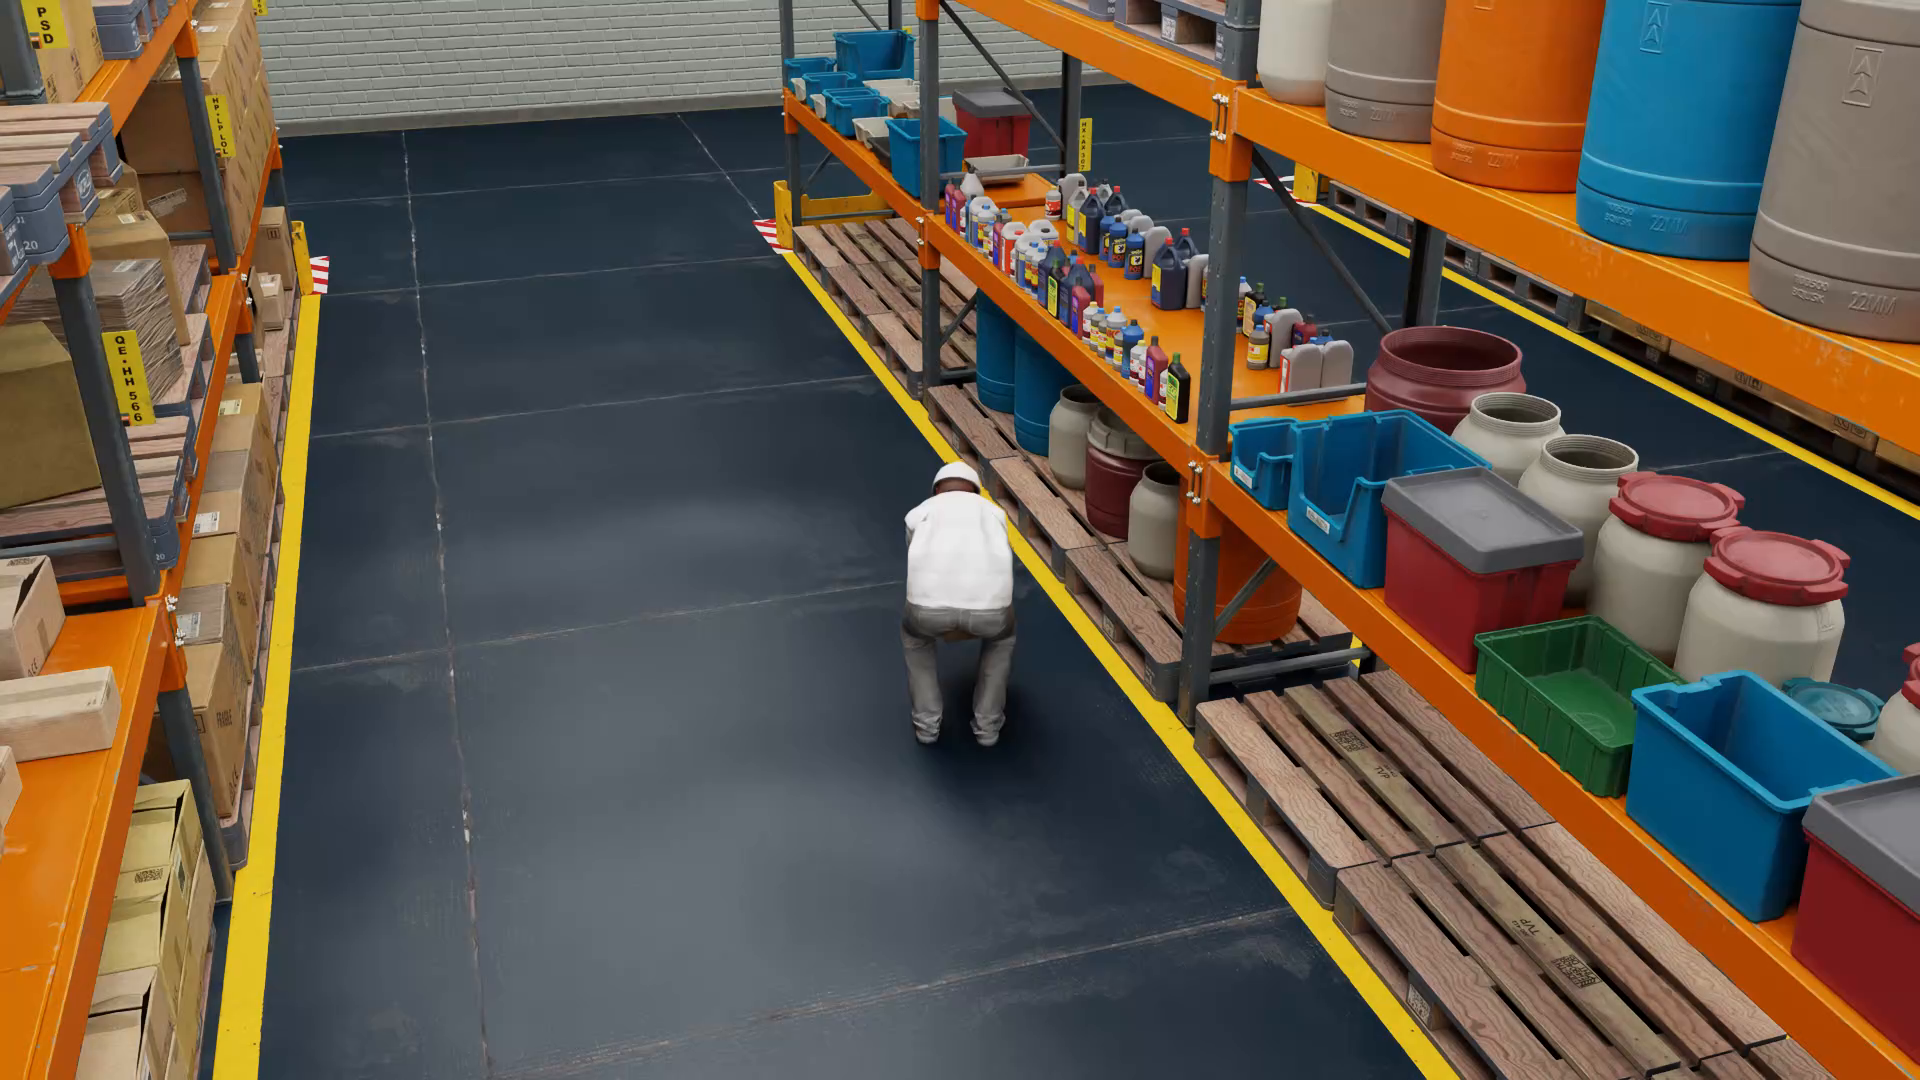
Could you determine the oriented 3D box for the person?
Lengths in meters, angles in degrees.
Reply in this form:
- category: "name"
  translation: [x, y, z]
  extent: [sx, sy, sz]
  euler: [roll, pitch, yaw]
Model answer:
- category: "person"
  translation: [-0.006, 0.290, 7.335]
  extent: [0.512, 1.032, 0.999]
  euler: [0, 26, 1]
